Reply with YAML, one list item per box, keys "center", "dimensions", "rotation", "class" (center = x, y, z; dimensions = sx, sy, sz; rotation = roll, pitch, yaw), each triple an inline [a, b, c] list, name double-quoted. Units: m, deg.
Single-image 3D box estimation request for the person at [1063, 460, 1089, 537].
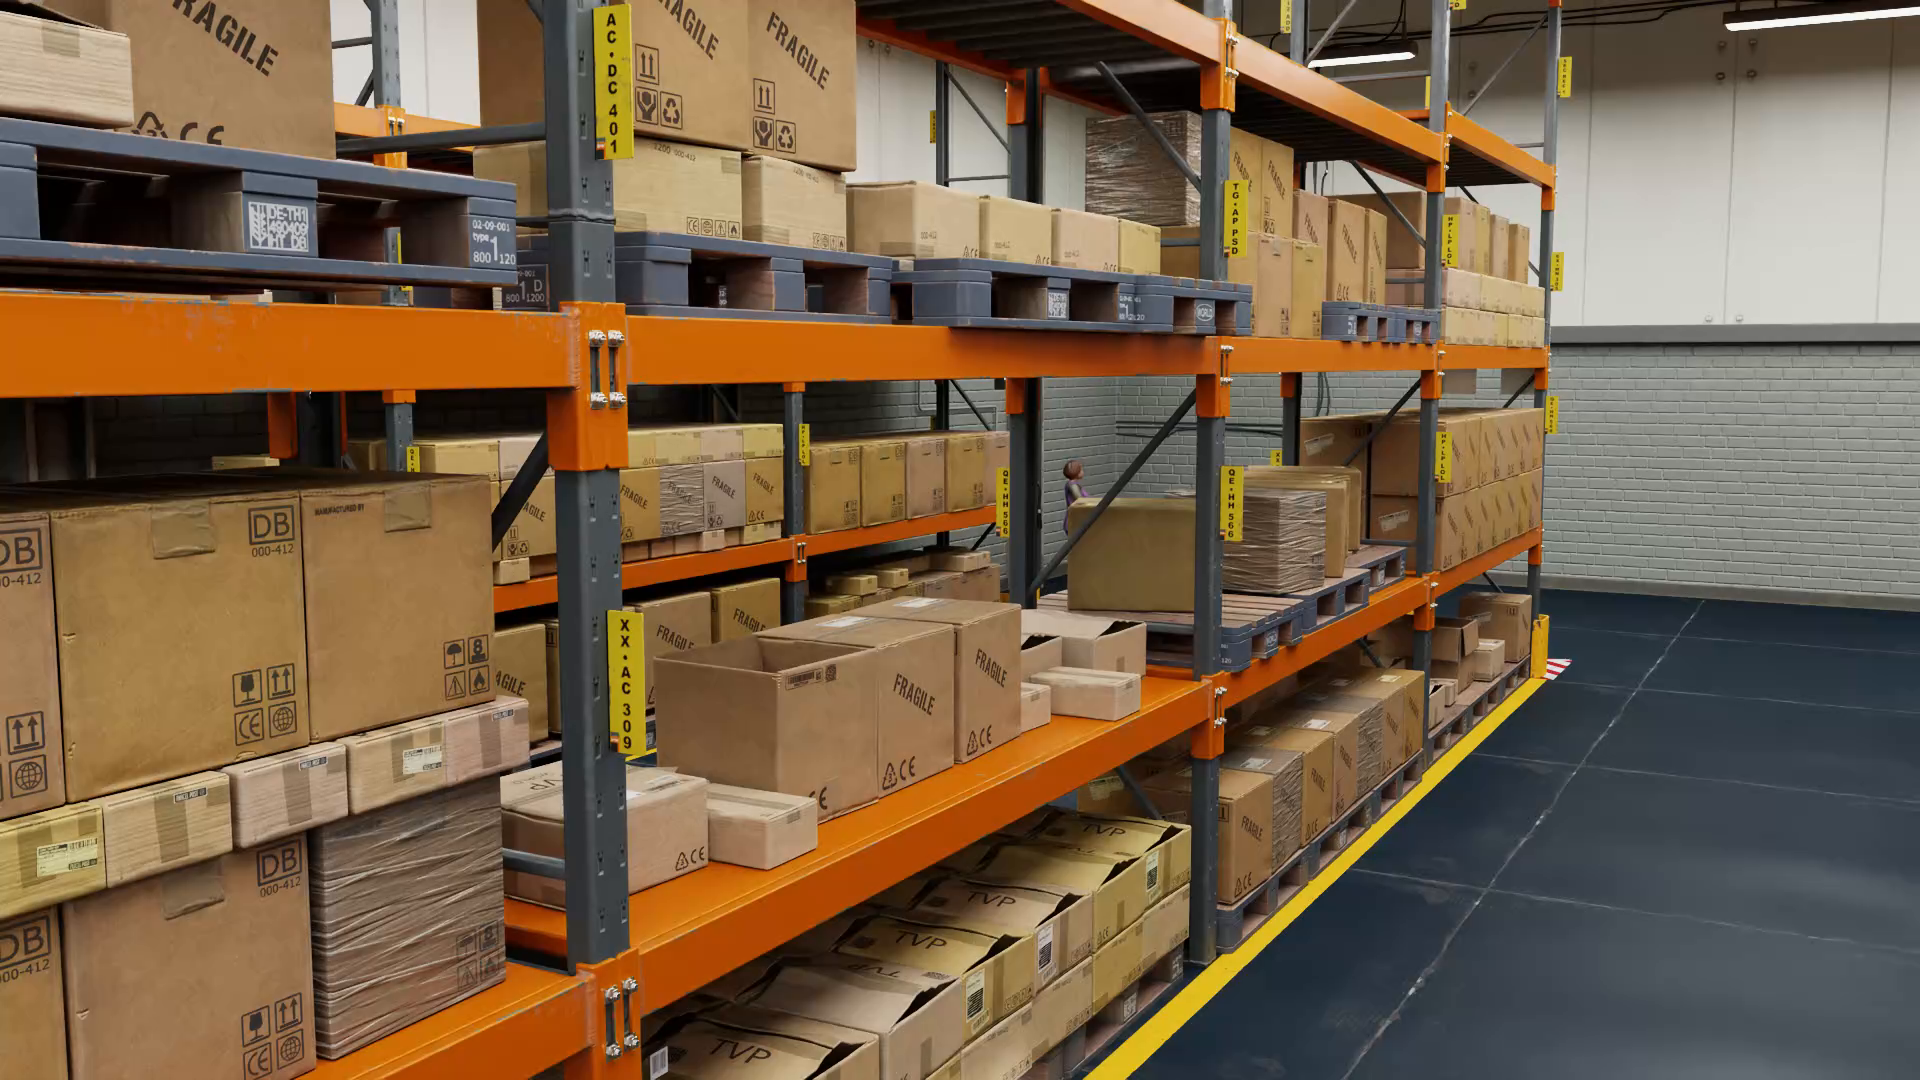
- center: [1.396, -0.089, 18.662]
  dimensions: [0.488, 1.570, 0.412]
  rotation: [0, 6, 0]
  class: "person"
